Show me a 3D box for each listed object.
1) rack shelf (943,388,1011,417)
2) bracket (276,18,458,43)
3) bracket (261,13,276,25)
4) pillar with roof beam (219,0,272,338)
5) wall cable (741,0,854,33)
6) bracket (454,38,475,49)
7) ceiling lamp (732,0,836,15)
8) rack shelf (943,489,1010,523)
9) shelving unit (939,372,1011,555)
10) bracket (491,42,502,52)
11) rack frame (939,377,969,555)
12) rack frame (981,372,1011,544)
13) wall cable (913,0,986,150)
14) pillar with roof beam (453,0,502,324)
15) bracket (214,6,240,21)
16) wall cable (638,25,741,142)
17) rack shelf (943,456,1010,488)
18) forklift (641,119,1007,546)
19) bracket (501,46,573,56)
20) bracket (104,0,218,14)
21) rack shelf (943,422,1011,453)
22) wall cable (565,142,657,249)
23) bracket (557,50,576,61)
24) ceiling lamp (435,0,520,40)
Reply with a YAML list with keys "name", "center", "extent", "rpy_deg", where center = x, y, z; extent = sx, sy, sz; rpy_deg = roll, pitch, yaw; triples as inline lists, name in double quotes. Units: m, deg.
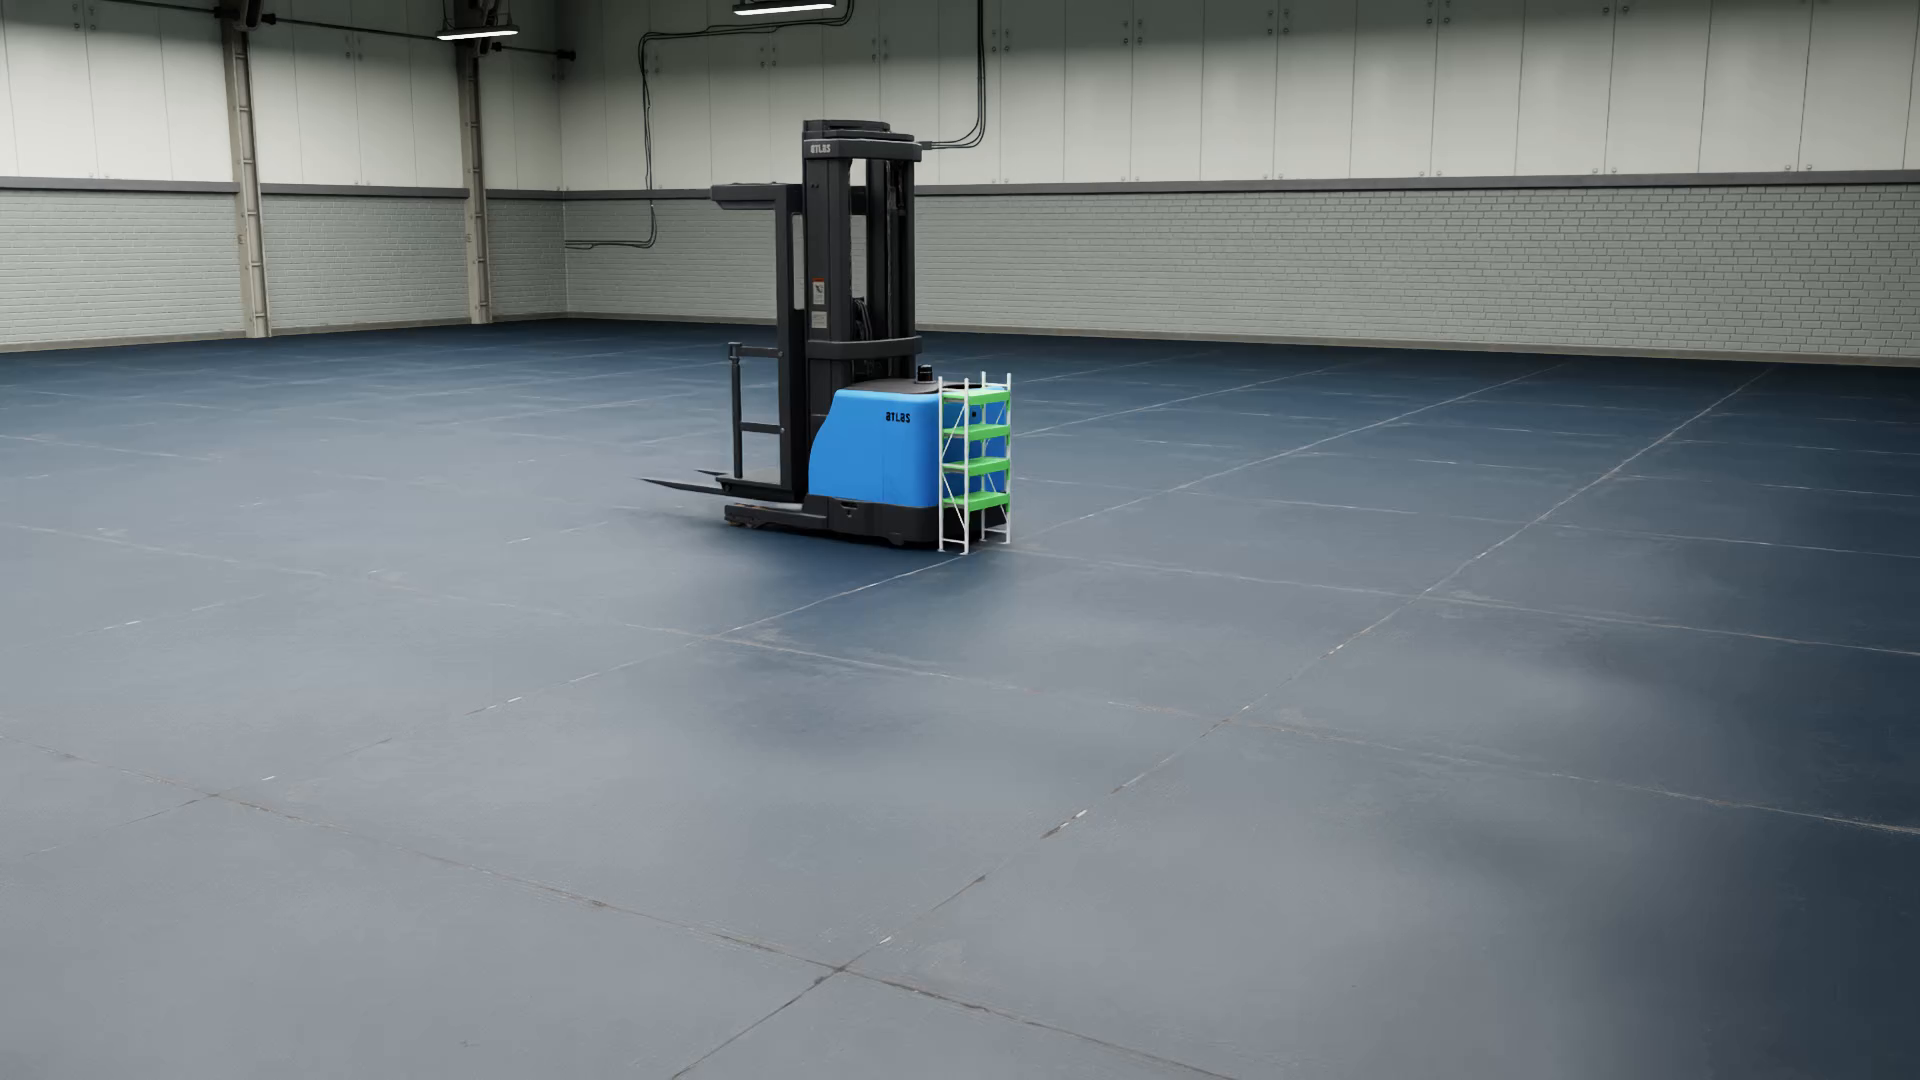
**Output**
- name: "rack shelf"
  center: [0.105, -0.946, 11.397]
  extent: [0.258, 0.148, 0.480]
  rpy_deg: [8, 13, 36]
- name: "bracket"
  center: [-12.496, -10.783, 35.231]
  extent: [0.076, 0.066, 4.783]
  rpy_deg: [6, 12, 31]
- name: "bracket"
  center: [-13.843, -10.375, 33.052]
  extent: [0.235, 0.232, 0.430]
  rpy_deg: [6, 12, 31]
- name: "pillar with roof beam"
  center: [-10.682, -8.163, 31.019]
  extent: [9.100, 9.000, 0.548]
  rpy_deg: [6, 12, 31]
- name: "wall cable"
  center: [-3.630, -12.493, 36.499]
  extent: [3.097, 2.526, 0.112]
  rpy_deg: [6, 12, 31]
- name: "bracket"
  center: [-11.159, -11.188, 37.395]
  extent: [0.235, 0.232, 0.430]
  rpy_deg: [6, 12, 31]
- name: "ceiling lamp"
  center: [-2.877, -10.620, 28.278]
  extent: [2.000, 3.185, 0.800]
  rpy_deg: [6, 12, 31]
- name: "rack shelf"
  center: [0.105, -0.238, 11.530]
  extent: [0.258, 0.148, 0.480]
  rpy_deg: [8, 13, 36]
- name: "shelving unit"
  center: [0.105, -0.537, 11.474]
  extent: [0.258, 1.200, 0.503]
  rpy_deg: [8, 13, 36]
- name: "bracket"
  center: [-10.728, -11.319, 38.092]
  extent: [0.235, 0.232, 0.430]
  rpy_deg: [6, 12, 31]
- name: "rack frame"
  center: [-0.042, -0.501, 11.283]
  extent: [0.240, 1.200, 0.015]
  rpy_deg: [8, 13, 36]
- name: "rack frame"
  center: [0.252, -0.573, 11.666]
  extent: [0.240, 1.200, 0.015]
  rpy_deg: [8, 13, 36]
- name: "wall cable"
  center: [-0.481, -10.617, 34.885]
  extent: [2.305, 6.003, 0.169]
  rpy_deg: [6, 12, 31]
- name: "pillar with roof beam"
  center: [-7.567, -9.107, 36.059]
  extent: [9.100, 9.000, 0.548]
  rpy_deg: [6, 12, 31]
- name: "bracket"
  center: [-14.274, -10.245, 32.355]
  extent: [0.235, 0.232, 0.430]
  rpy_deg: [6, 12, 31]
- name: "wall cable"
  center: [-6.275, -10.553, 38.497]
  extent: [3.097, 2.526, 0.112]
  rpy_deg: [6, 12, 31]
- name: "rack shelf"
  center: [0.105, -0.474, 11.486]
  extent: [0.258, 0.148, 0.480]
  rpy_deg: [8, 13, 36]
- name: "forklift"
  center: [-1.140, -1.592, 12.407]
  extent: [3.031, 2.935, 1.130]
  rpy_deg: [8, 13, 36]
- name: "bracket"
  center: [-9.804, -11.599, 39.587]
  extent: [0.076, 0.066, 3.189]
  rpy_deg: [6, 12, 31]
- name: "bracket"
  center: [-15.611, -9.839, 30.190]
  extent: [0.076, 0.066, 4.783]
  rpy_deg: [6, 12, 31]
- name: "rack shelf"
  center: [0.105, -0.710, 11.442]
  extent: [0.258, 0.148, 0.480]
  rpy_deg: [8, 13, 36]
- name: "wall cable"
  center: [-8.587, -8.329, 40.342]
  extent: [3.097, 2.526, 0.112]
  rpy_deg: [6, 12, 31]
- name: "bracket"
  center: [-9.497, -11.692, 40.083]
  extent: [0.235, 0.232, 0.430]
  rpy_deg: [6, 12, 31]
- name: "ceiling lamp"
  center: [-9.193, -11.326, 32.049]
  extent: [2.000, 3.185, 0.800]
  rpy_deg: [6, 12, 31]
